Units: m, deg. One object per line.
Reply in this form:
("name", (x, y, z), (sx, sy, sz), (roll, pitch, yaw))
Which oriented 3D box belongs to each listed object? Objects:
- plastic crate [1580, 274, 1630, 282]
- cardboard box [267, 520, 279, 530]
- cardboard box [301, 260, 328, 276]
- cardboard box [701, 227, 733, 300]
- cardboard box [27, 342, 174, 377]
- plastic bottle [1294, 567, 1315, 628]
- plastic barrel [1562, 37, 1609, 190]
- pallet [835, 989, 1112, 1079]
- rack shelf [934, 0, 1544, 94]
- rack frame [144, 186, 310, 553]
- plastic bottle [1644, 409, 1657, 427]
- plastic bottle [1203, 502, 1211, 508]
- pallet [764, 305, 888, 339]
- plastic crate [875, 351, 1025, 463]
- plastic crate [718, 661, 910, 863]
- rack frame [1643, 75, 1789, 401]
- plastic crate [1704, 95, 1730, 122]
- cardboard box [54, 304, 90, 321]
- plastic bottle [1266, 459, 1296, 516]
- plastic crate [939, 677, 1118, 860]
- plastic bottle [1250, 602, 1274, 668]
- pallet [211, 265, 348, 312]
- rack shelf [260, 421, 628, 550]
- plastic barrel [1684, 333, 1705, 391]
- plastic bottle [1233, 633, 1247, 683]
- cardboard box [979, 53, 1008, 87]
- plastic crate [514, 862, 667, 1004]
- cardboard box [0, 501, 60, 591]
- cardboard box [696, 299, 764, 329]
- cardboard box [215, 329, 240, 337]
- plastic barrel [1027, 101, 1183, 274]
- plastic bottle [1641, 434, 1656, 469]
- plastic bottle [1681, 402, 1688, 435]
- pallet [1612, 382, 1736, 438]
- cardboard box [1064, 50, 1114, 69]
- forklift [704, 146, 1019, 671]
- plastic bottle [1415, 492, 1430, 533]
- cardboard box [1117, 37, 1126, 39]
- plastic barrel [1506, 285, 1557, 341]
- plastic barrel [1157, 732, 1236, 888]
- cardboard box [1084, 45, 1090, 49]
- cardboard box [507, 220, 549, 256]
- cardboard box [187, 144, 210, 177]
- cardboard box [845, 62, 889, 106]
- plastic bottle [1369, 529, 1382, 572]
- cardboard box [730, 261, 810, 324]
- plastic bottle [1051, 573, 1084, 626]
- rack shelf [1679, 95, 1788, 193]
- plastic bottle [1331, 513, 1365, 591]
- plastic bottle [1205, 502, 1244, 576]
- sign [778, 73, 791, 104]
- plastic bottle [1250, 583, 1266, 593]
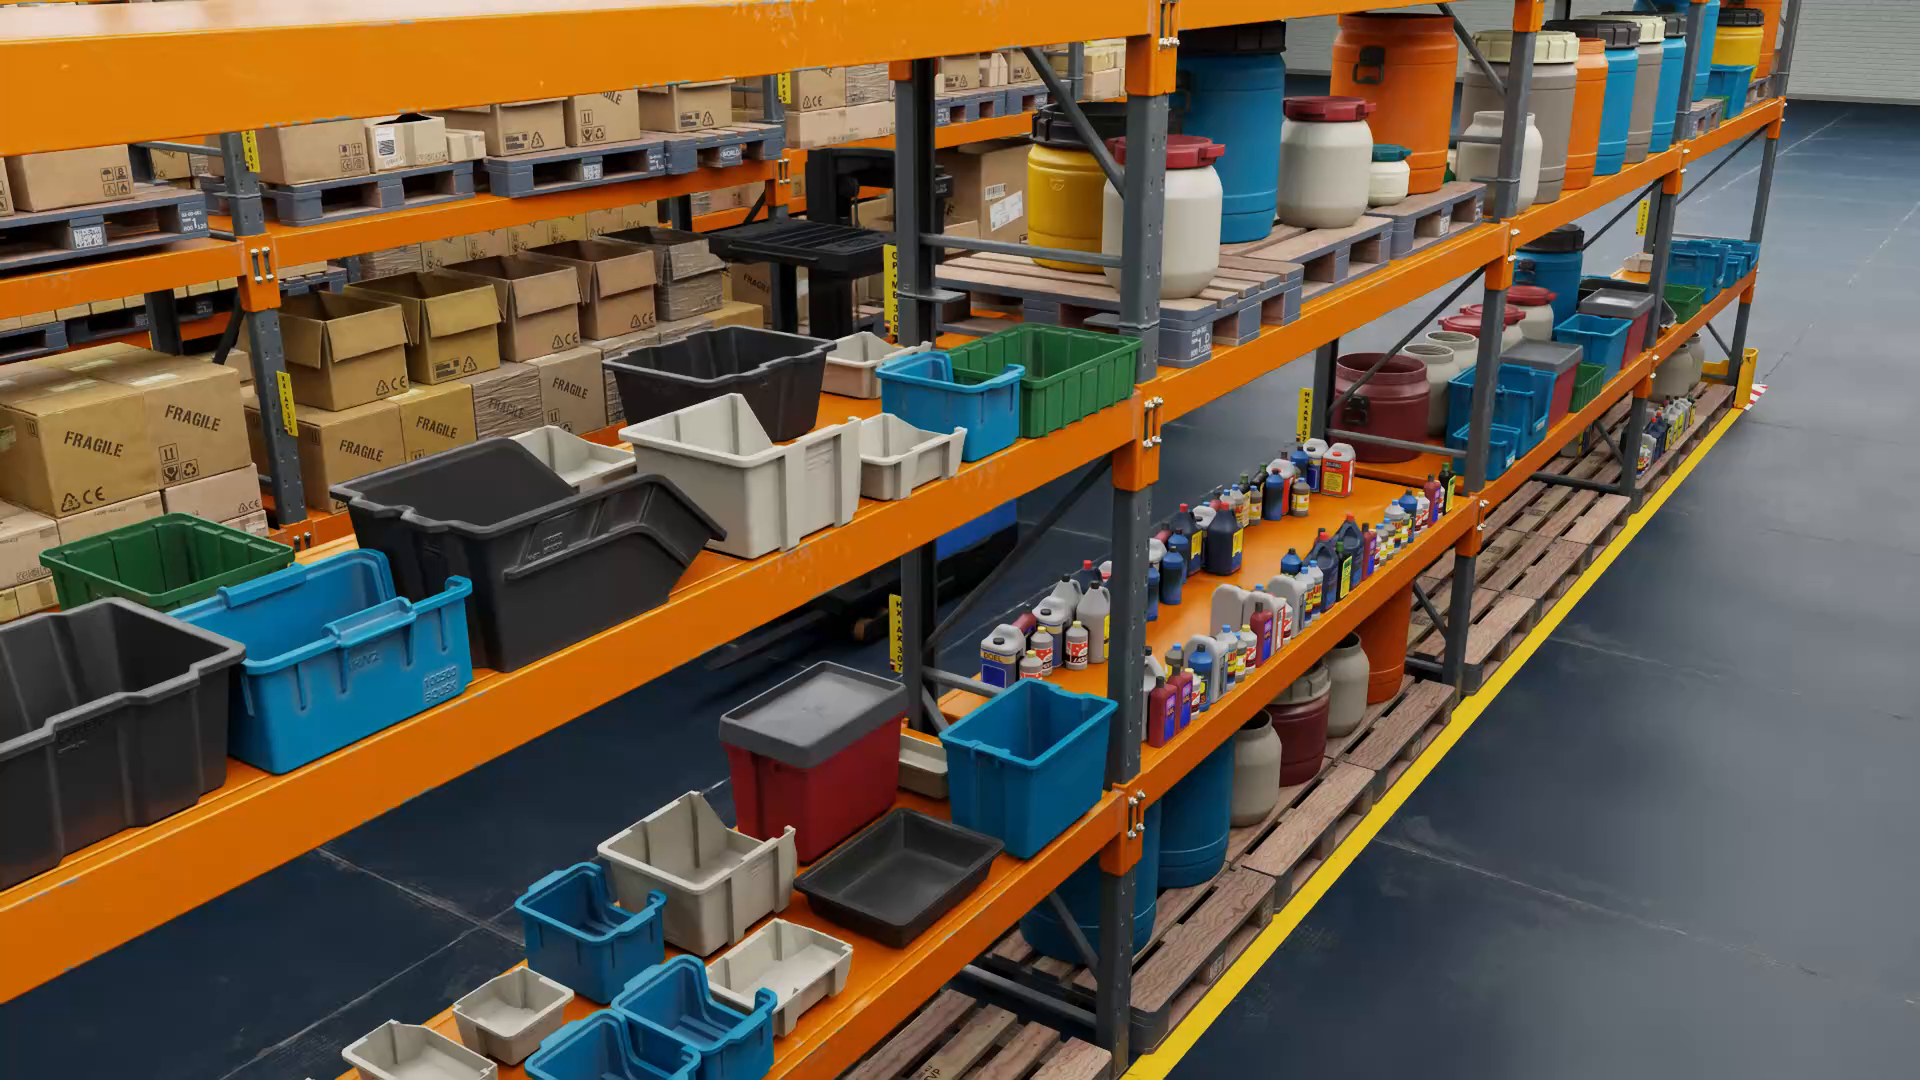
("plastic crate", (5.114, -1.986, 13.524), (0.499, 0.251, 0.616), (13, 24, 32))
("cardboard box", (-3.534, 0.256, 9.705), (1.225, 0.875, 0.875), (13, 24, 32))
("cardboard box", (-5.571, -2.347, 14.044), (0.380, 0.149, 0.250), (14, 24, 33))
("cardboard box", (-3.014, -3.014, 18.548), (0.875, 0.875, 0.875), (14, 24, 33))
("cardboard box", (-4.358, -0.689, 8.510), (0.500, 0.500, 0.500), (13, 24, 32))
("plastic bottle", (1.533, 0.252, 7.445), (0.097, 0.271, 0.097), (0, 20, 0))
("plastic barrel", (3.477, -2.527, 9.829), (0.600, 0.830, 0.708), (13, 24, 32))
("pallet", (-0.162, 2.137, 6.184), (1.003, 0.211, 1.213), (13, 24, 32))
("rack shelf", (1.344, -2.252, 6.996), (1.077, 0.370, 4.000), (13, 24, 32))
("rack frame", (-3.877, -0.356, 8.902), (1.000, 3.000, 0.127), (13, 24, 32))
("plastic bottle", (5.722, -0.962, 13.835), (0.152, 0.276, 0.135), (13, 24, 32))
("plastic bottle", (1.220, -0.057, 8.279), (0.097, 0.271, 0.097), (0, 20, 0))
("pallet", (-1.316, -1.638, 12.647), (1.213, 0.211, 1.003), (13, 24, 32))
("plastic crate", (-0.028, -0.394, 4.925), (0.416, 0.233, 0.300), (13, 24, 32))
("plastic crate", (-0.490, 0.760, 5.709), (0.402, 0.464, 0.583), (13, 24, 32))
("rack frame", (6.965, -2.833, 15.599), (1.000, 3.000, 0.127), (13, 24, 32))
("plastic crate", (5.829, -3.392, 13.093), (0.336, 0.188, 0.450), (13, 24, 32))
("cardboard box", (-6.741, -1.751, 12.431), (0.380, 0.149, 0.250), (12, 23, 29))
("plastic bottle", (1.697, -0.285, 8.891), (0.152, 0.276, 0.135), (13, 24, 32))
("plastic crate", (0.239, 0.790, 5.741), (0.392, 0.384, 0.575), (13, 24, 32))
("plastic bottle", (1.278, 0.388, 7.060), (0.061, 0.283, 0.133), (13, 24, 32))
("pallet", (-5.986, -2.184, 14.123), (1.213, 0.211, 1.003), (13, 24, 32))
("rack shelf", (-2.753, -0.592, 10.579), (1.077, 0.370, 4.000), (13, 24, 32))
("plastic barrel", (6.658, -1.659, 15.407), (0.421, 0.512, 0.421), (0, 20, 0))
("plastic bottle", (1.143, 0.484, 6.919), (0.097, 0.201, 0.097), (0, 20, 0))
("cardboard box", (0.174, -3.902, 13.756), (0.396, 0.266, 0.258), (14, 25, 34))
("plastic crate", (-1.087, 1.169, 4.935), (0.416, 0.233, 0.300), (13, 24, 32))
("cardboard box", (-4.484, 0.049, 7.597), (0.500, 0.250, 0.500), (14, 24, 33))
("cardboard box", (-1.701, -1.360, 11.474), (0.500, 0.500, 0.500), (14, 25, 33))
("cardboard box", (-6.262, -1.725, 14.522), (0.500, 0.250, 0.500), (12, 23, 29))
("plastic barrel", (0.565, -1.383, 6.480), (0.600, 0.588, 0.600), (0, 20, 0))
("plastic bottle", (5.417, -0.718, 13.174), (0.152, 0.276, 0.135), (14, 25, 34))
("plastic bottle", (6.053, -1.042, 14.051), (0.152, 0.276, 0.135), (13, 24, 30))
("pallet", (6.500, -1.262, 15.372), (1.003, 0.211, 1.213), (13, 24, 32))
("cardboard box", (1.151, -4.297, 14.876), (0.380, 0.149, 0.250), (12, 23, 29))
("forklift", (-0.841, -0.910, 10.499), (1.130, 2.935, 3.031), (14, 24, 32))
("plastic bottle", (2.384, -0.149, 8.631), (0.097, 0.201, 0.097), (0, 20, 0))
("cardboard box", (1.811, -5.253, 16.525), (0.500, 0.500, 0.500), (13, 24, 32))
("plastic barrel", (3.997, -1.517, 11.846), (0.433, 0.535, 0.433), (0, 20, 0))
("plastic barrel", (0.937, 1.042, 7.544), (0.600, 0.901, 0.708), (13, 24, 32))
("cardboard box", (0.993, -4.556, 15.576), (0.380, 0.149, 0.250), (12, 24, 30))
("cardboard box", (-4.349, -3.056, 16.059), (0.500, 0.500, 0.500), (13, 24, 31))
("cardboard box", (-8.512, -4.350, 18.522), (0.500, 0.500, 0.500), (12, 24, 30))
("cardboard box", (-0.863, -3.421, 12.001), (0.500, 0.500, 0.500), (13, 24, 32))
("plastic bottle", (2.001, 0.046, 8.102), (0.097, 0.201, 0.097), (0, 20, 0))
("cardboard box", (-1.358, -1.910, 12.355), (0.500, 0.500, 0.500), (10, 23, 25))
("plastic bottle", (0.465, 0.306, 7.185), (0.144, 0.351, 0.185), (13, 24, 32))
("rack shelf", (5.841, -3.328, 13.652), (1.077, 0.370, 4.000), (13, 24, 32))
("plastic bottle", (1.827, 0.051, 7.876), (0.144, 0.351, 0.185), (13, 24, 32))
("plastic bottle", (1.286, -0.019, 8.064), (0.144, 0.351, 0.185), (13, 24, 32))
("sign", (-1.174, -3.079, 11.082), (0.100, 0.325, 0.005), (13, 24, 32))
("plastic bottle", (1.332, 0.294, 7.433), (0.097, 0.201, 0.097), (0, 20, 0))
